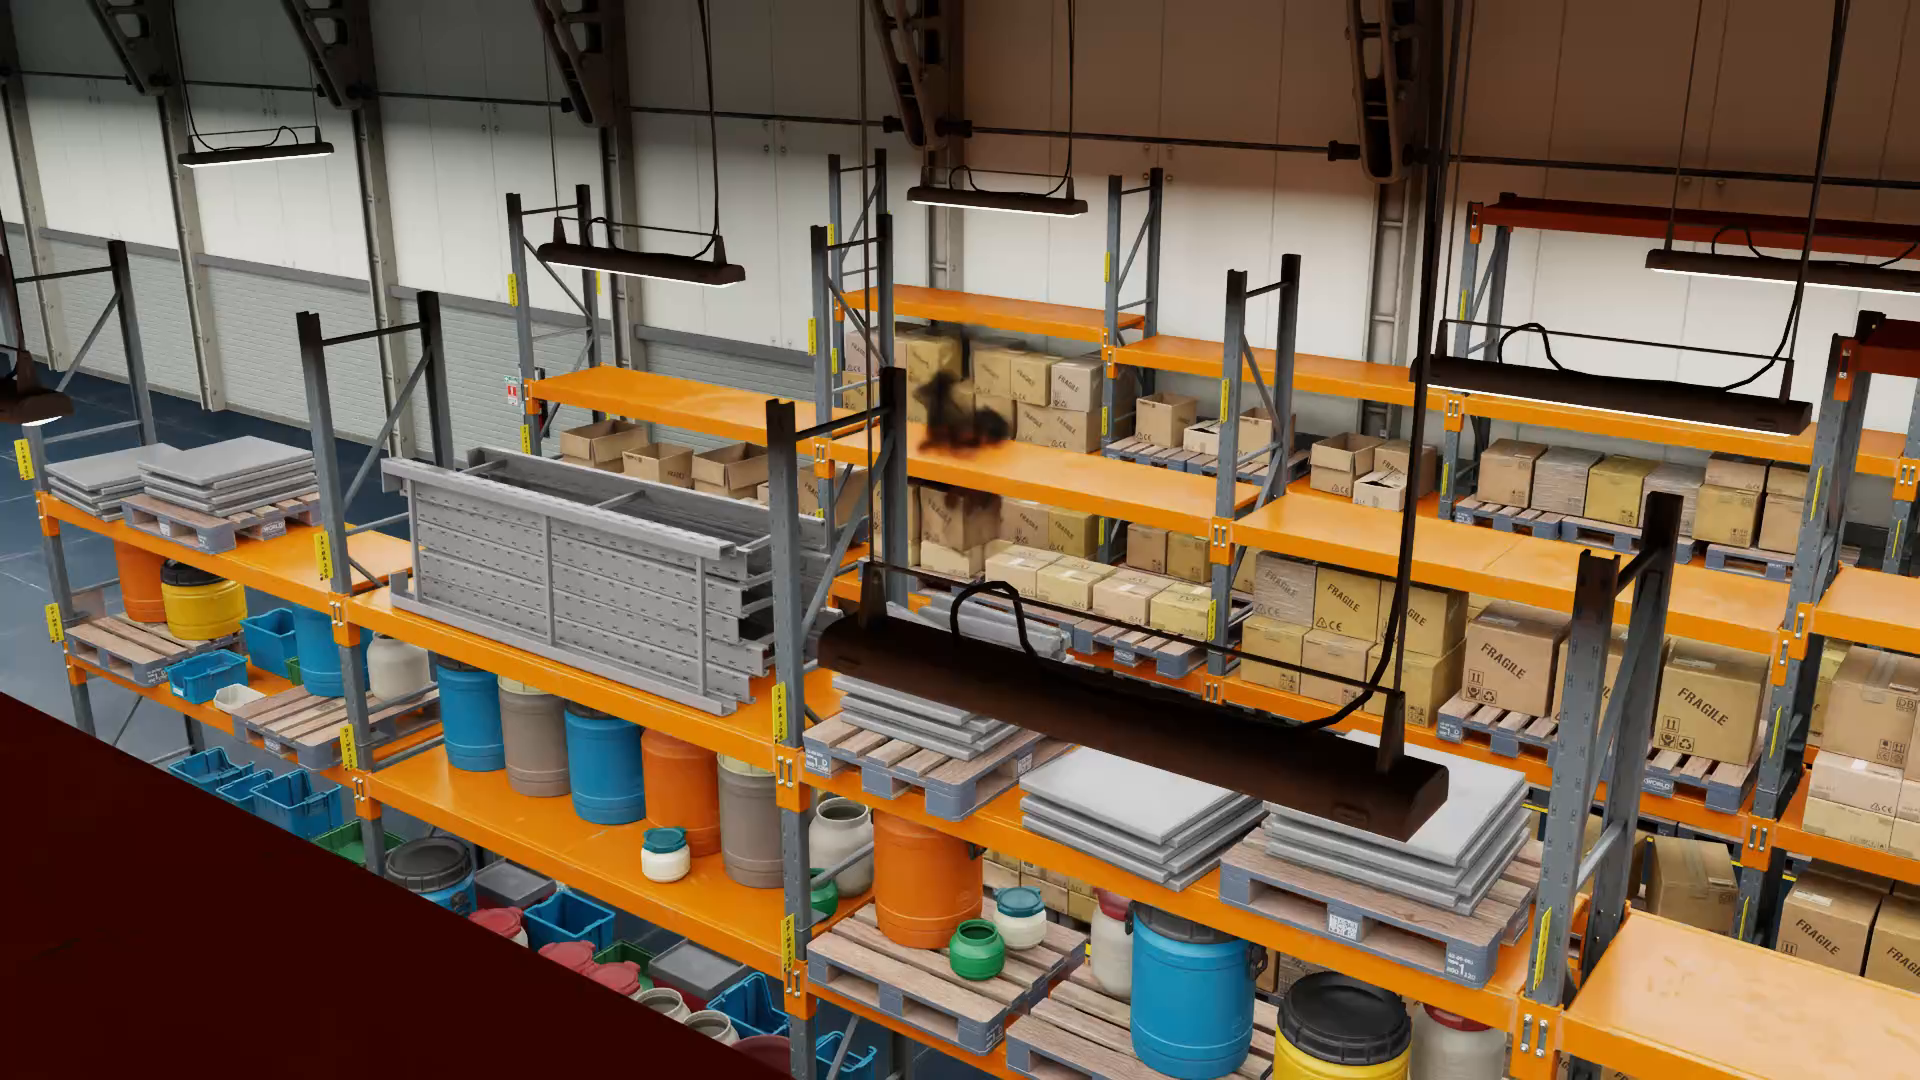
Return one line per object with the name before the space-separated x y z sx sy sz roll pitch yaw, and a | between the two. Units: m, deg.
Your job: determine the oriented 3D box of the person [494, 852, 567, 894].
person | -3.958 2.523 14.704 0.984 1.782 0.684 6 20 18
